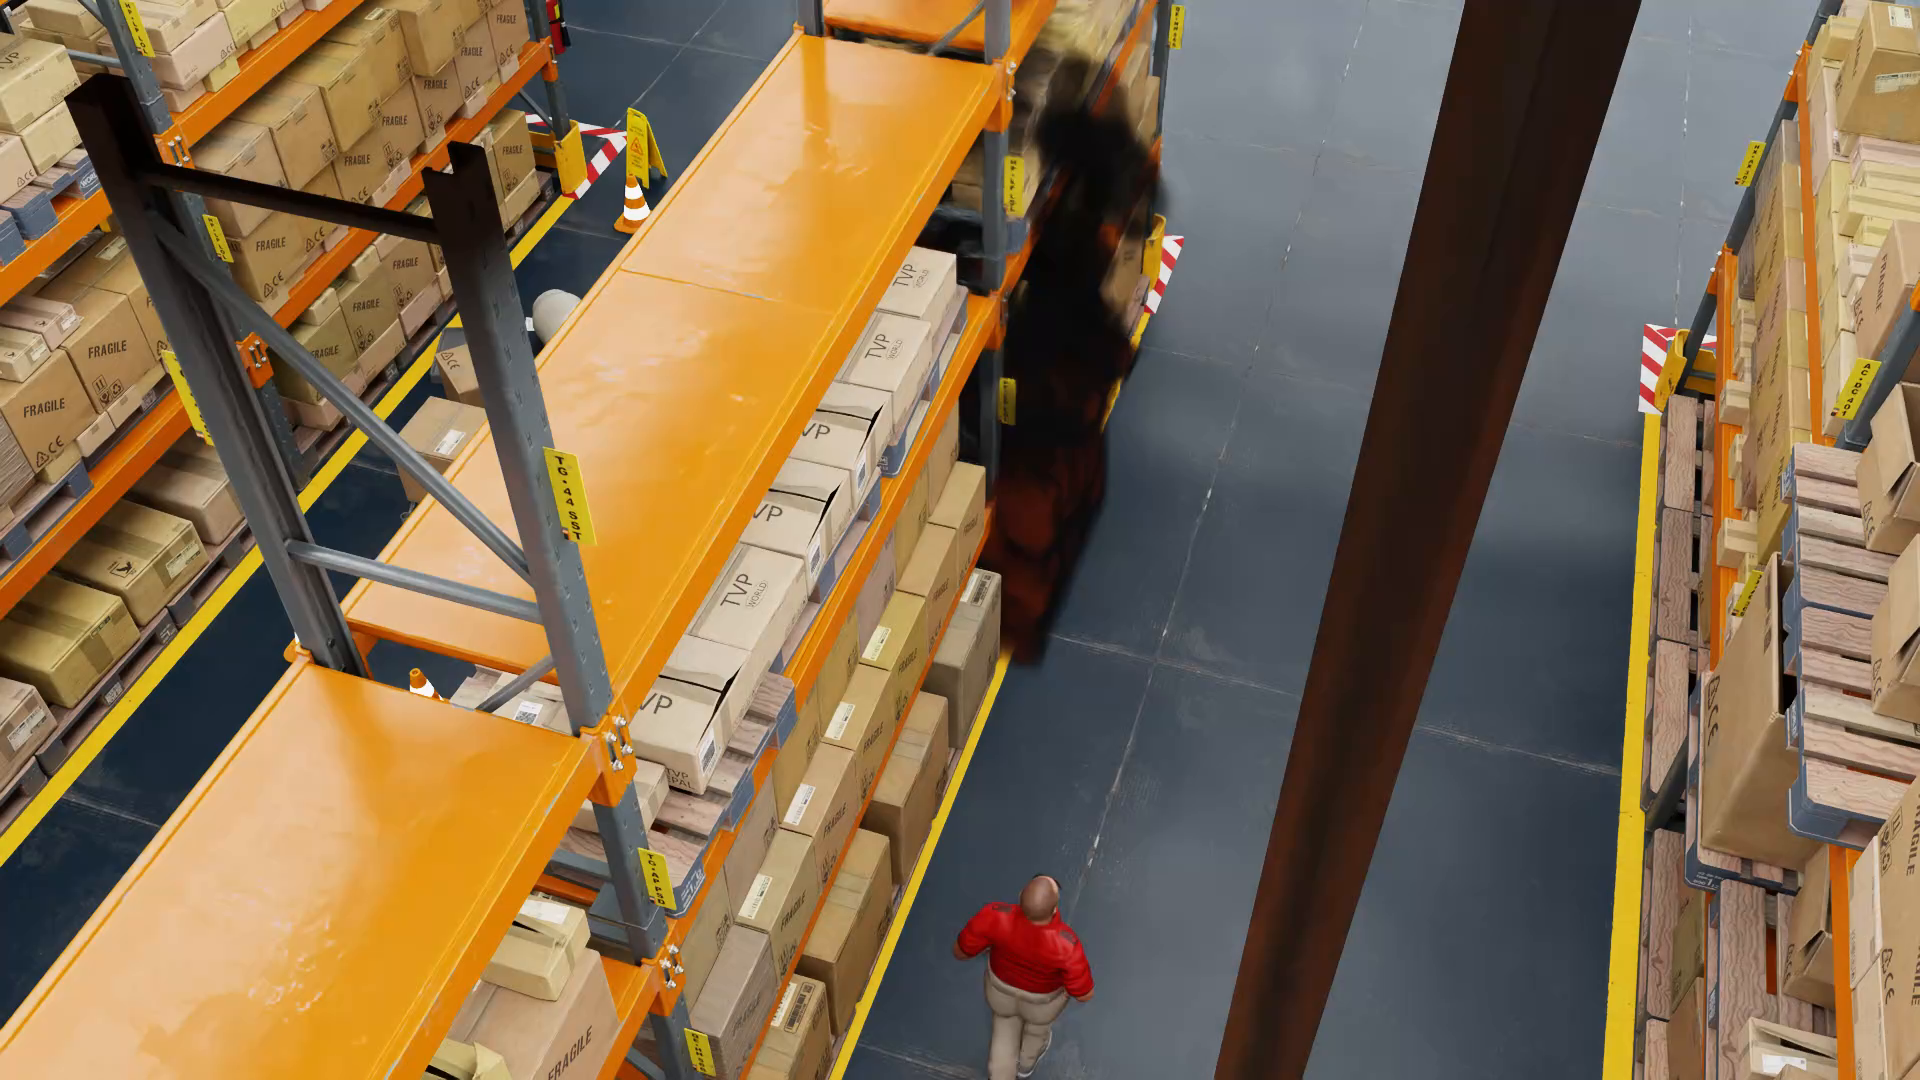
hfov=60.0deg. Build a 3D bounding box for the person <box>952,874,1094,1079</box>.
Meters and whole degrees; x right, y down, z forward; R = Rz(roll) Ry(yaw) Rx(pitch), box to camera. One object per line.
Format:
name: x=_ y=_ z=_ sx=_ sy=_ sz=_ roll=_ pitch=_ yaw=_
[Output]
person: x=0.319 y=2.071 z=7.759 sx=0.661 sy=1.700 sz=0.622 roll=15 pitch=48 yaw=14
